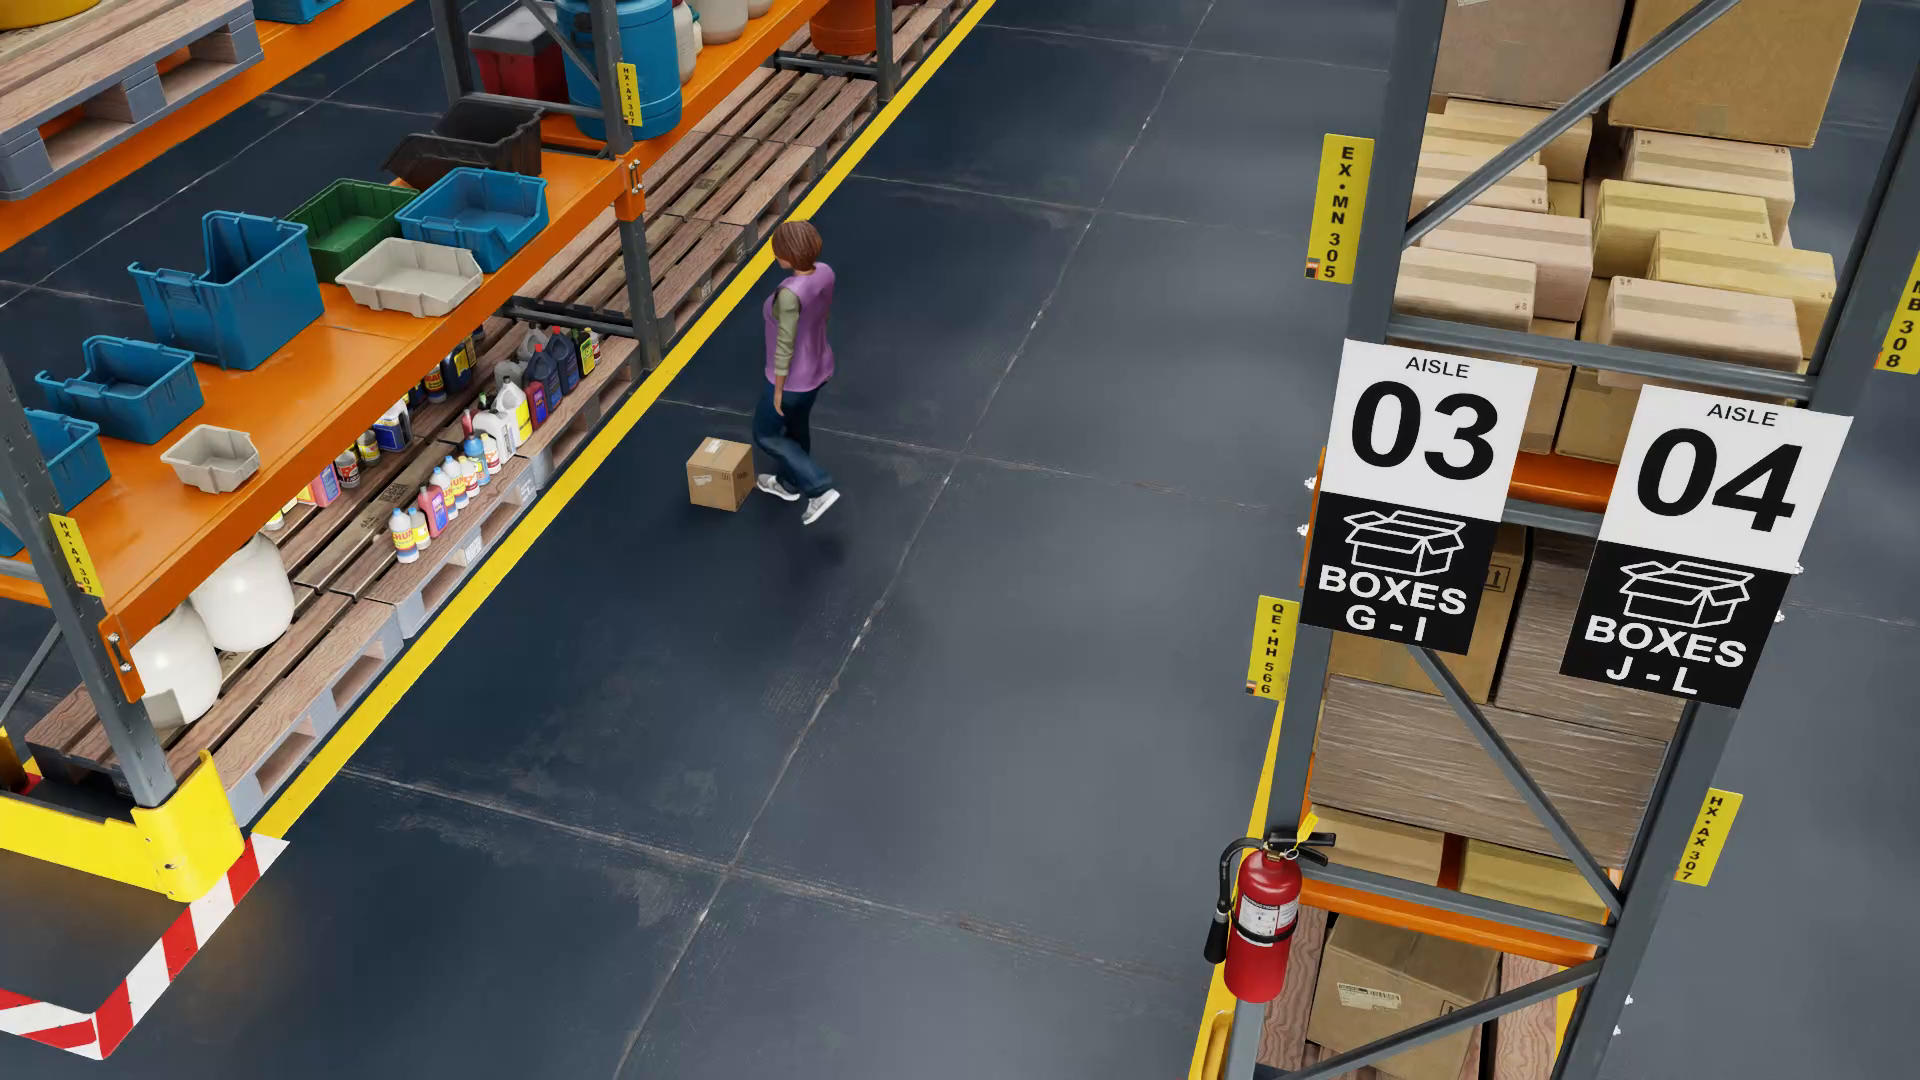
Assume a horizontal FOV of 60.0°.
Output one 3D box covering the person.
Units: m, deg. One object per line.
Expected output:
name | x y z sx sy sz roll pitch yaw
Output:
person | -0.807 -0.801 7.932 0.595 1.586 0.447 17 41 21
